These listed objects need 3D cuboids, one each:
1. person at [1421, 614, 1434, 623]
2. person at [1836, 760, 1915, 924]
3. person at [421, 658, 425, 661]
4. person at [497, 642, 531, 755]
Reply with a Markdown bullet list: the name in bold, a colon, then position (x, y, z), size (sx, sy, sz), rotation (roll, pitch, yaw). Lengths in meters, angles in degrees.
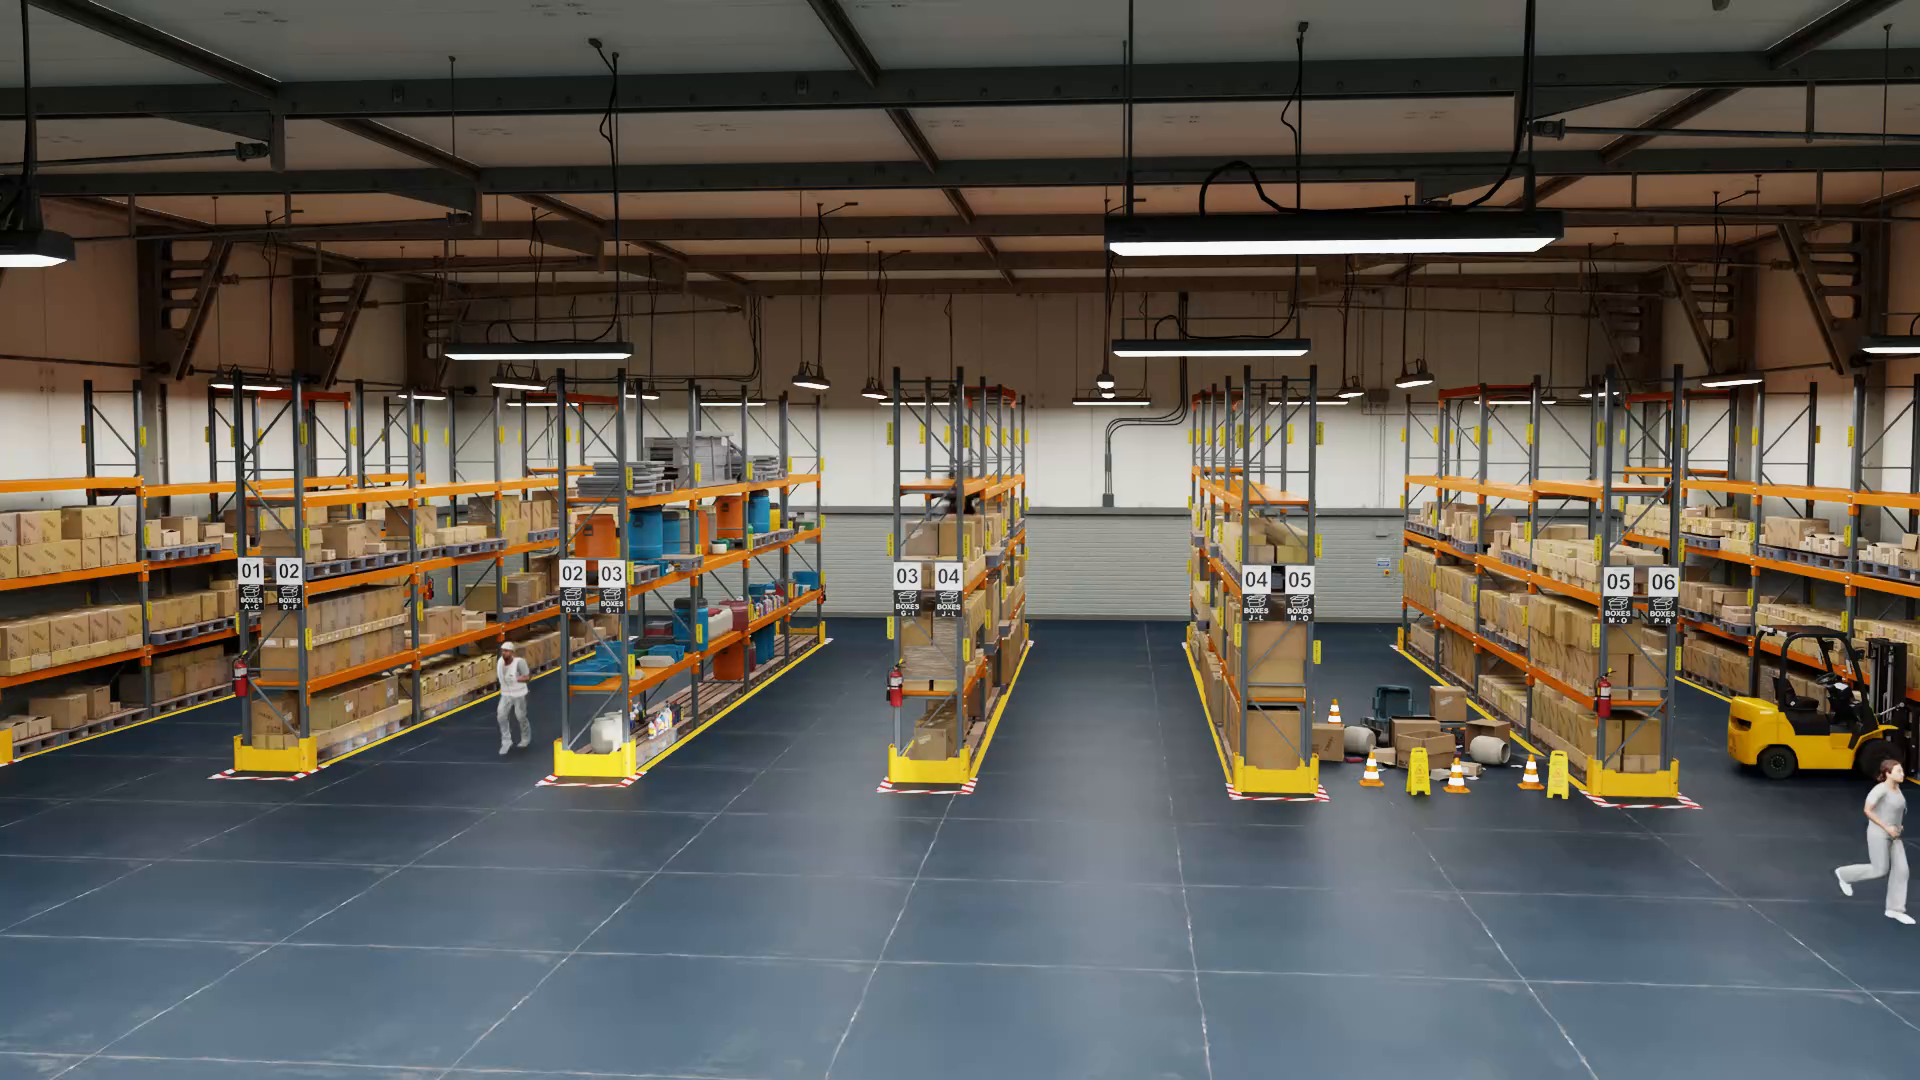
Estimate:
- **person**: position (11.342, 1.656, 40.031), size (0.918, 1.764, 0.698), rotation (2, 4, 33)
- **person**: position (9.648, 3.110, 17.433), size (0.589, 1.648, 0.867), rotation (-2, 4, -32)
- **person**: position (-11.007, 2.112, 33.842), size (0.546, 1.587, 0.813), rotation (0, 4, 2)
- **person**: position (-7.039, 2.495, 26.272), size (0.644, 1.816, 0.864), rotation (1, 4, 13)
